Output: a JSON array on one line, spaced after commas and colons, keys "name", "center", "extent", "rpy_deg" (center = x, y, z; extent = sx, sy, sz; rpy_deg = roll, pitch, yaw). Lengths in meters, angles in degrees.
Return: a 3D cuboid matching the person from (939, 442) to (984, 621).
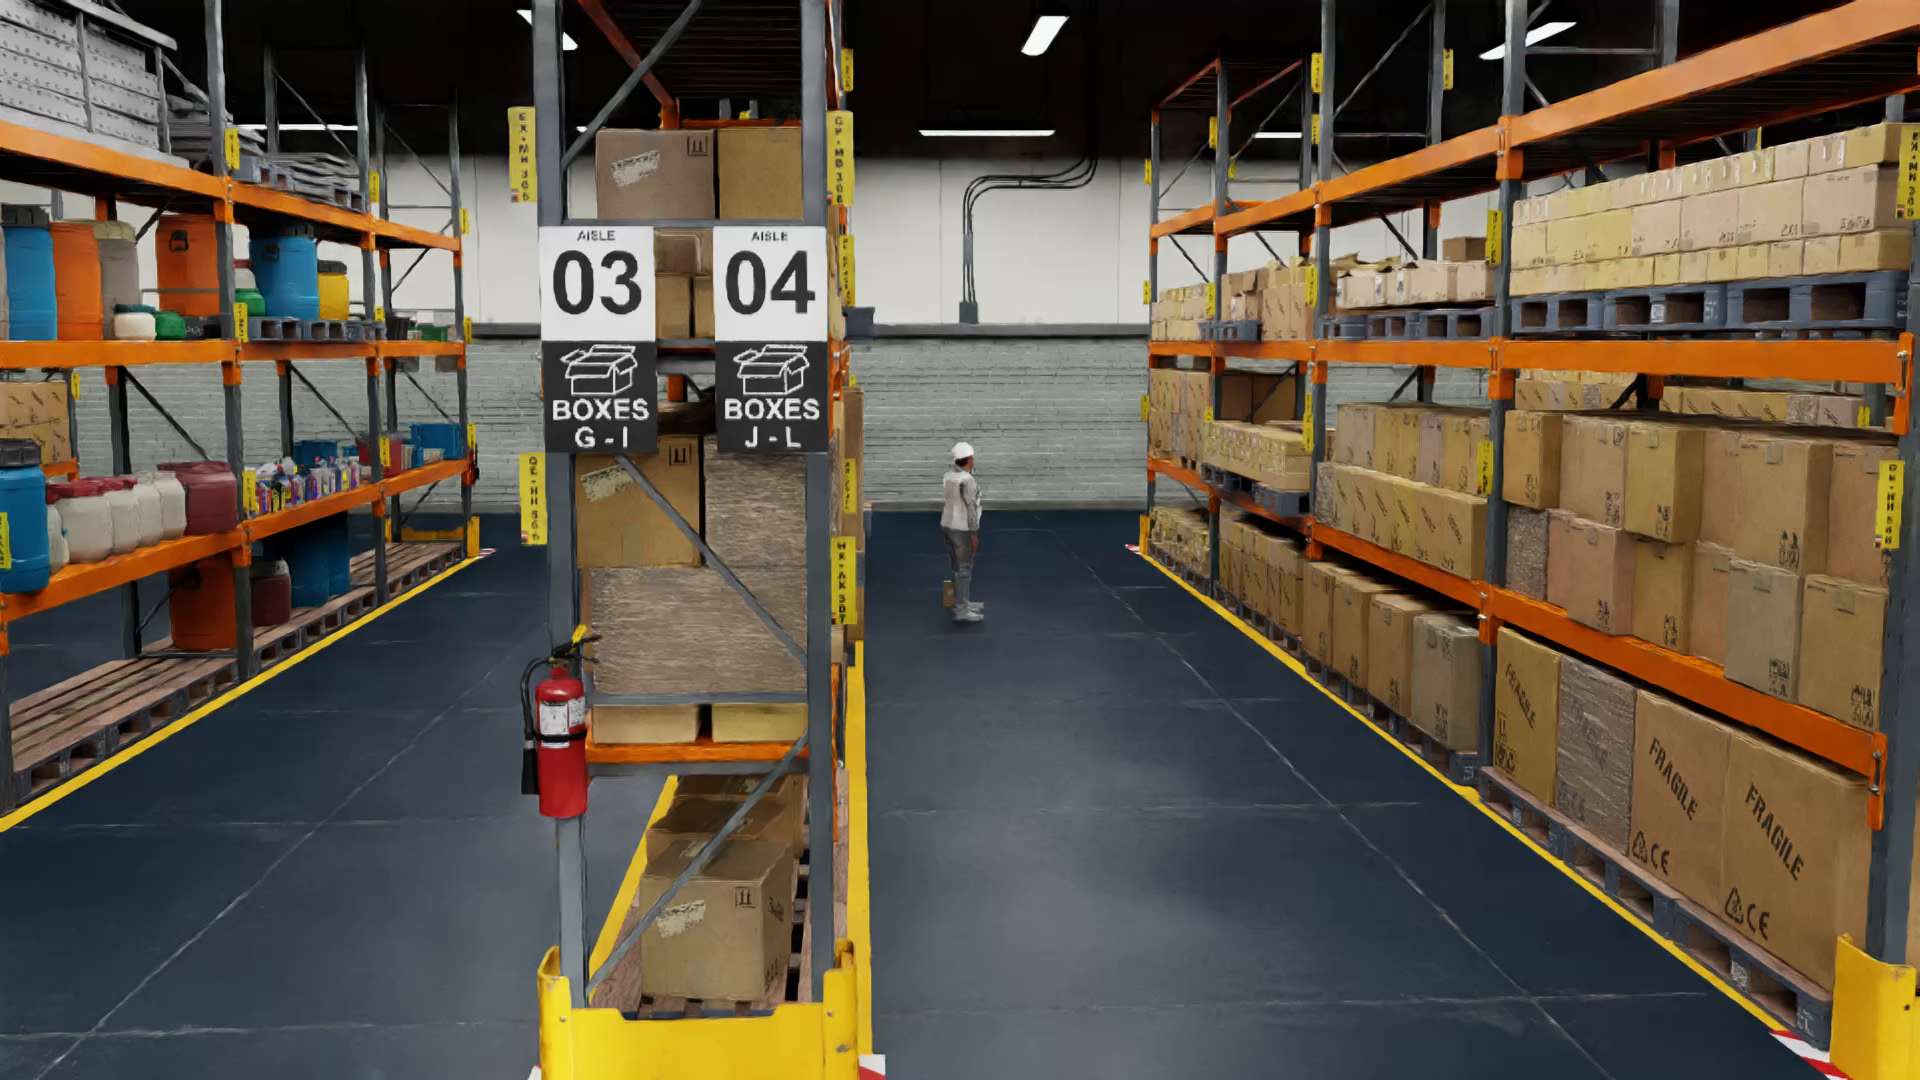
[{"name": "person", "center": [0.092, -0.096, 16.785], "extent": [0.521, 1.774, 0.593], "rpy_deg": [-4, 8, -29]}]
